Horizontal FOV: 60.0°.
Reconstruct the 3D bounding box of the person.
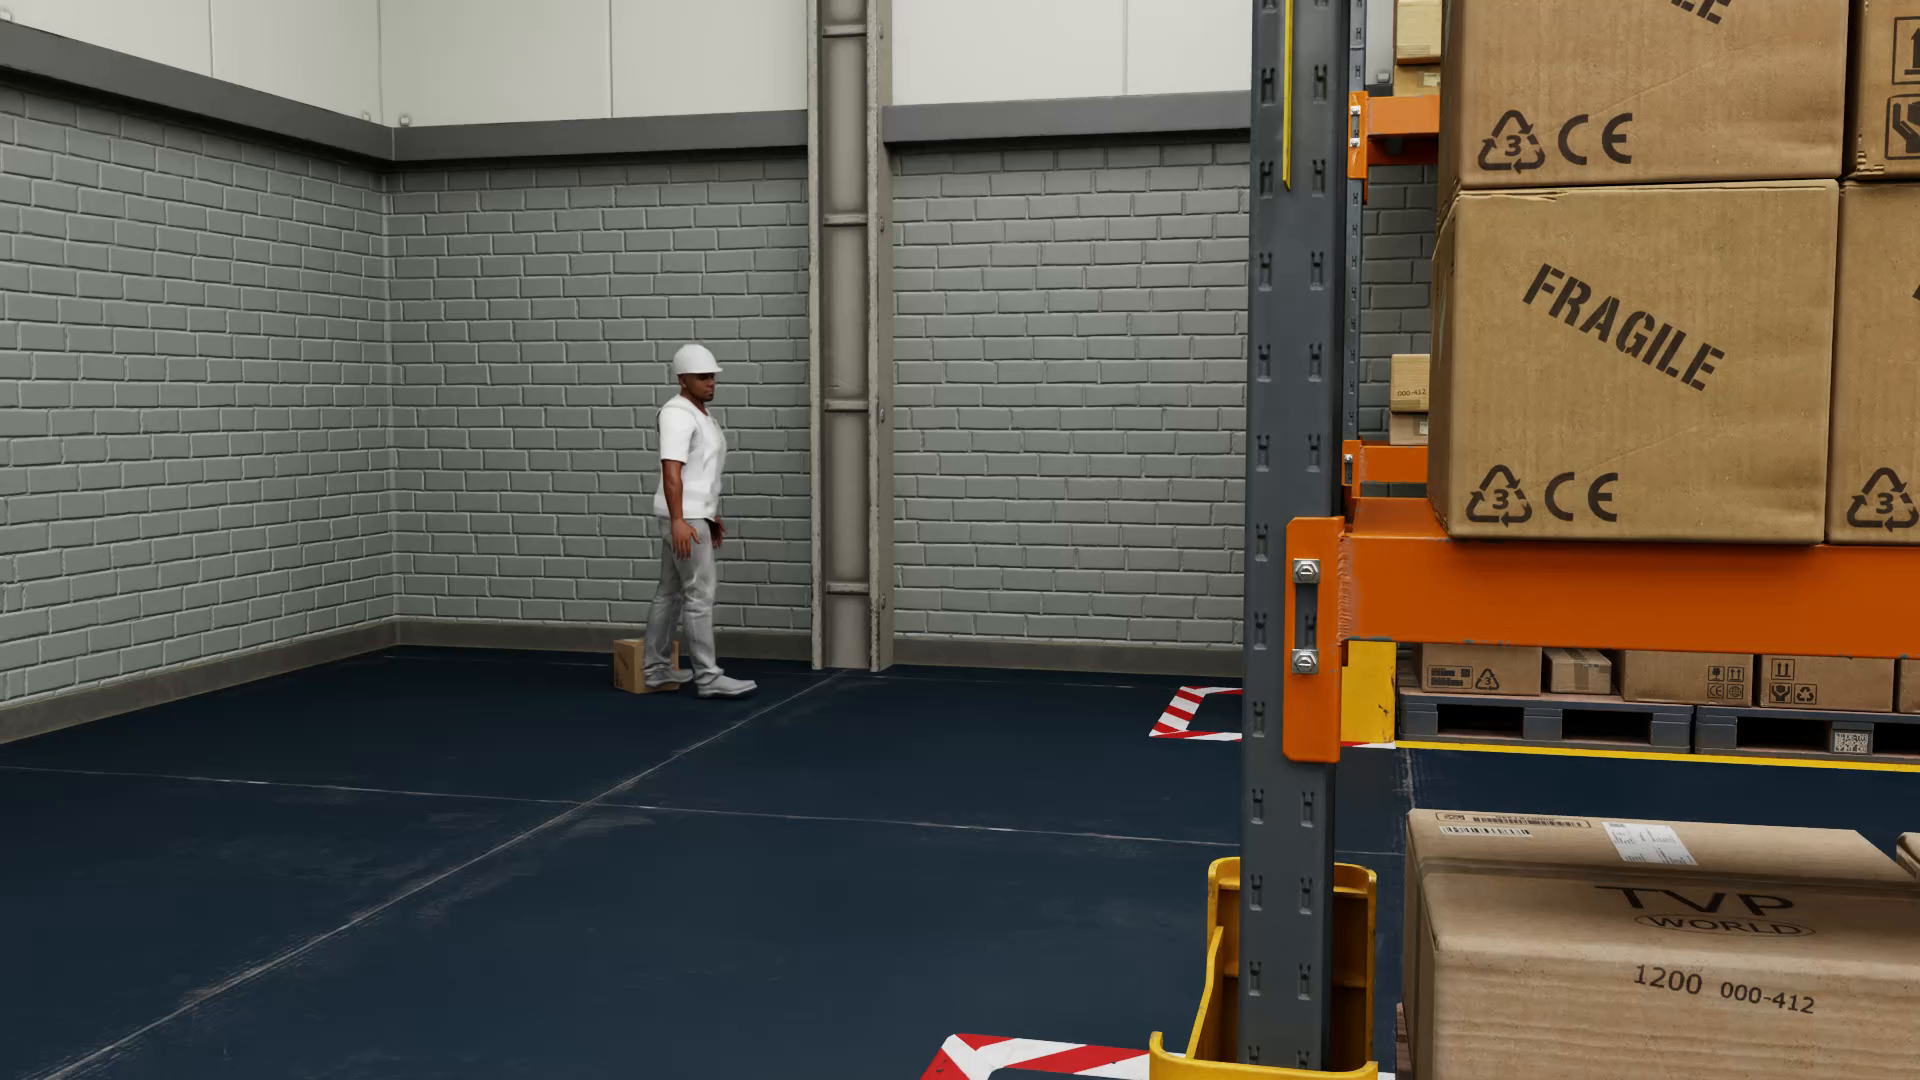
[{"bbox_3d":[-1.331,-0.101,8.409,0.609,1.766,0.636,0,5,-4],"label":"person"}]
